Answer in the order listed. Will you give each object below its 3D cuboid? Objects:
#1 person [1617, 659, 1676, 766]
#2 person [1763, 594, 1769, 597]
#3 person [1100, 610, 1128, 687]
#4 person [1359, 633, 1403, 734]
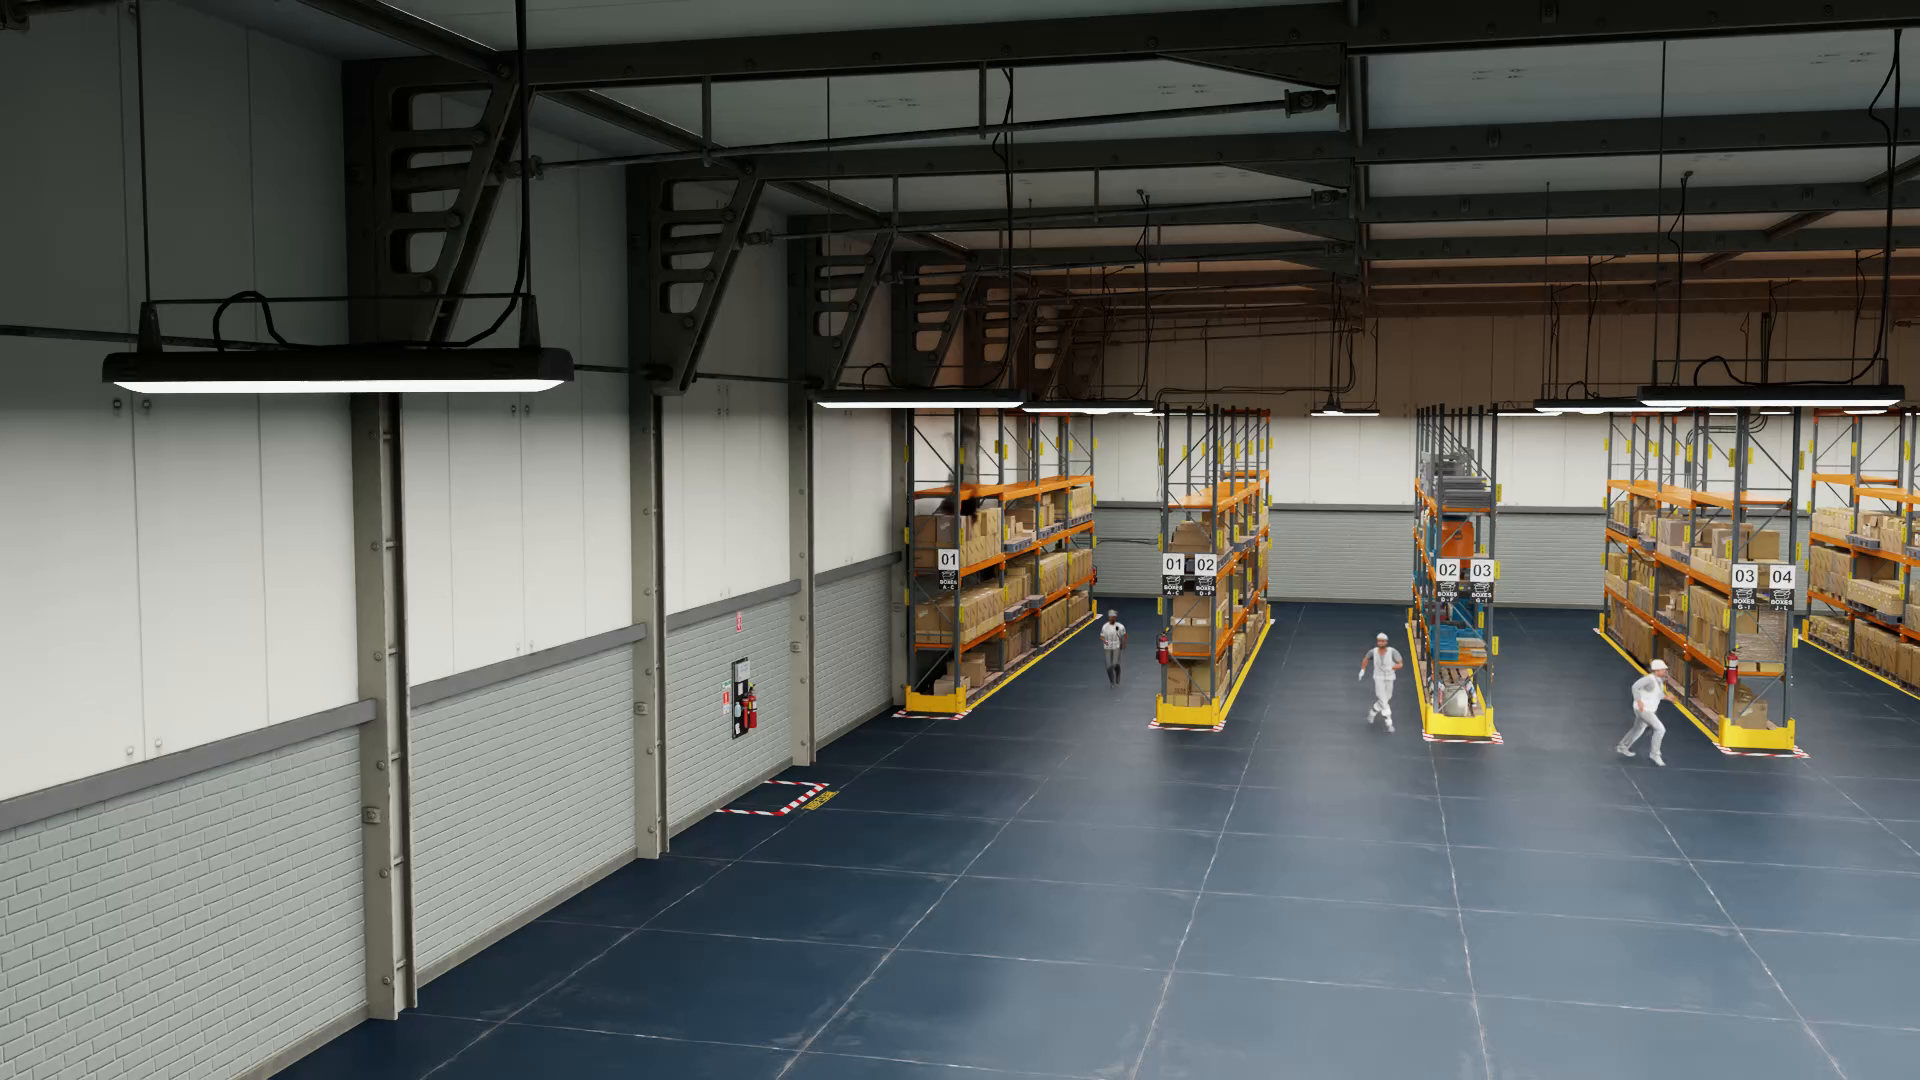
[{"bbox_3d":[11.414,2.853,27.732,0.912,1.771,0.677,4,5,40],"label":"person"},{"bbox_3d":[20.599,1.824,42.669,0.608,1.600,0.504,2,5,24],"label":"person"},{"bbox_3d":[3.248,2.319,35.346,0.562,1.661,0.562,1,4,14],"label":"person"},{"bbox_3d":[7.764,2.614,30.672,0.750,1.797,0.845,0,4,5],"label":"person"}]
